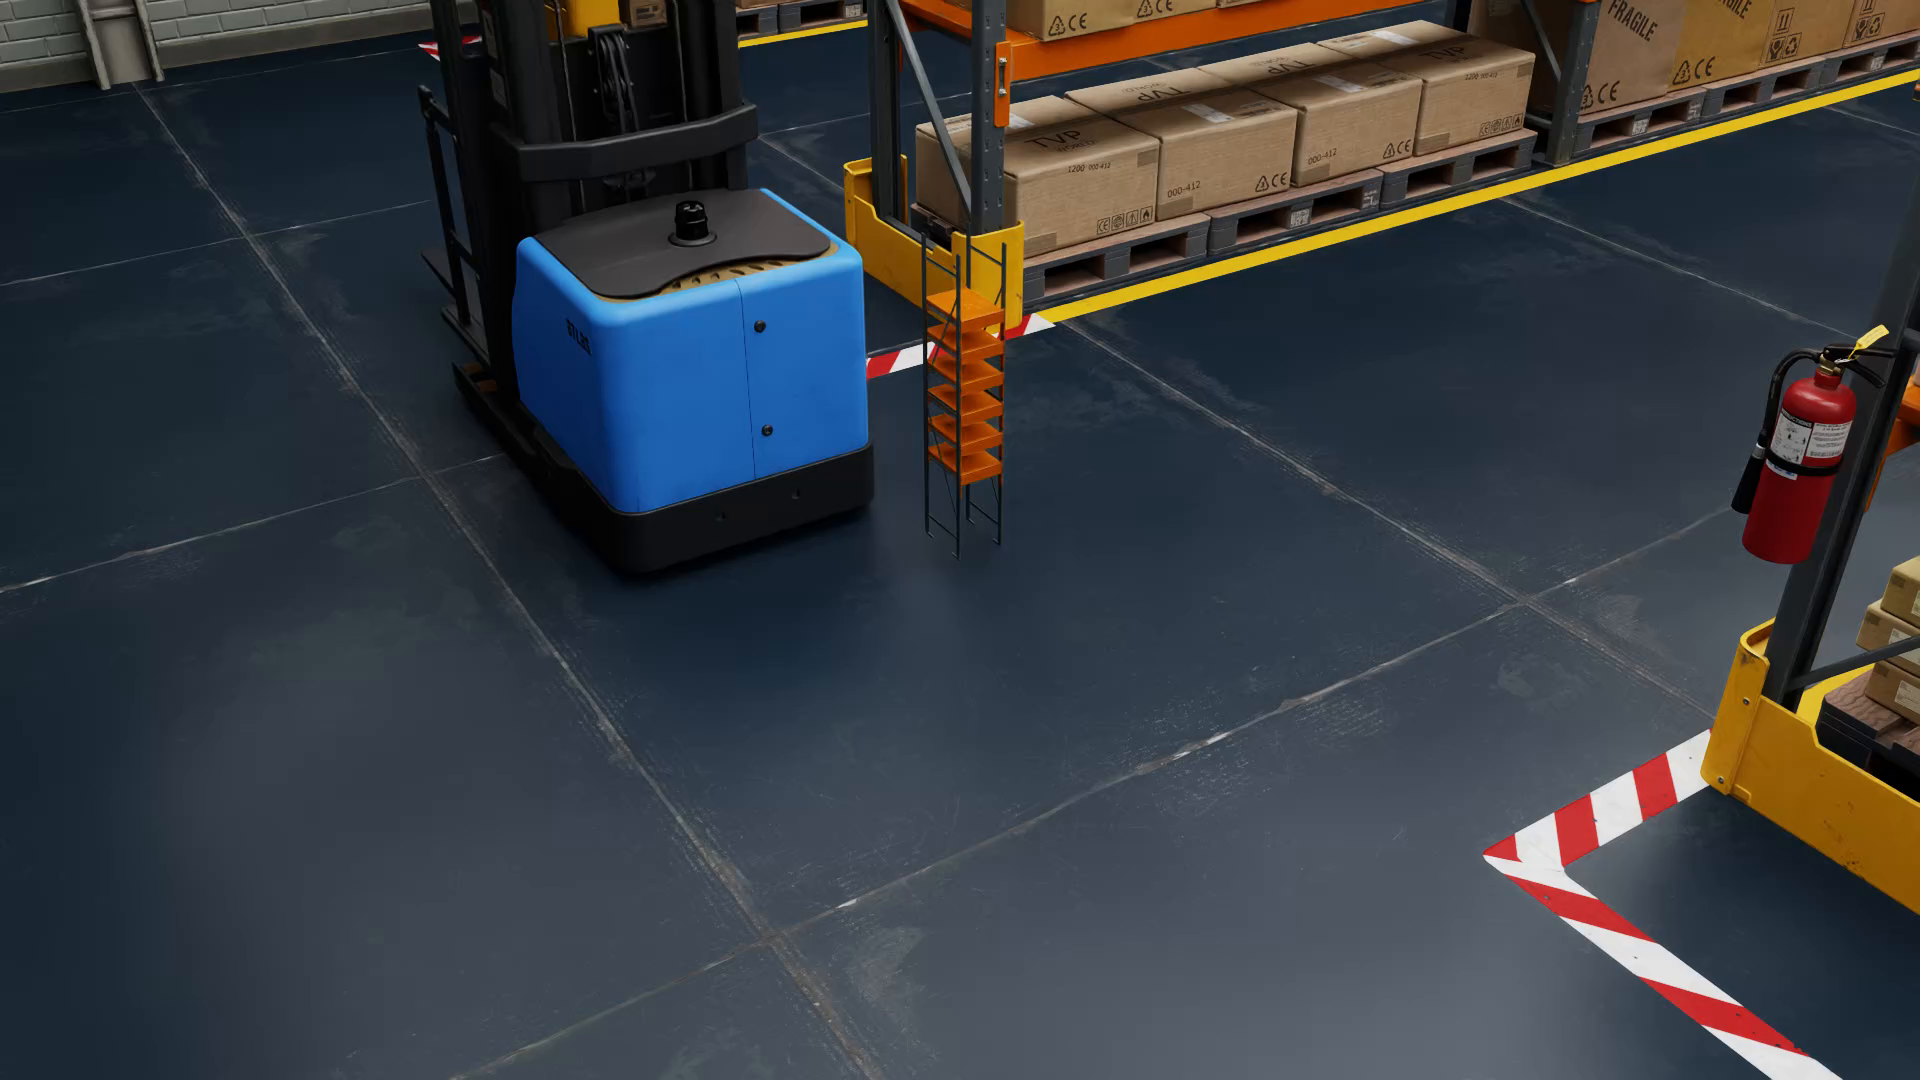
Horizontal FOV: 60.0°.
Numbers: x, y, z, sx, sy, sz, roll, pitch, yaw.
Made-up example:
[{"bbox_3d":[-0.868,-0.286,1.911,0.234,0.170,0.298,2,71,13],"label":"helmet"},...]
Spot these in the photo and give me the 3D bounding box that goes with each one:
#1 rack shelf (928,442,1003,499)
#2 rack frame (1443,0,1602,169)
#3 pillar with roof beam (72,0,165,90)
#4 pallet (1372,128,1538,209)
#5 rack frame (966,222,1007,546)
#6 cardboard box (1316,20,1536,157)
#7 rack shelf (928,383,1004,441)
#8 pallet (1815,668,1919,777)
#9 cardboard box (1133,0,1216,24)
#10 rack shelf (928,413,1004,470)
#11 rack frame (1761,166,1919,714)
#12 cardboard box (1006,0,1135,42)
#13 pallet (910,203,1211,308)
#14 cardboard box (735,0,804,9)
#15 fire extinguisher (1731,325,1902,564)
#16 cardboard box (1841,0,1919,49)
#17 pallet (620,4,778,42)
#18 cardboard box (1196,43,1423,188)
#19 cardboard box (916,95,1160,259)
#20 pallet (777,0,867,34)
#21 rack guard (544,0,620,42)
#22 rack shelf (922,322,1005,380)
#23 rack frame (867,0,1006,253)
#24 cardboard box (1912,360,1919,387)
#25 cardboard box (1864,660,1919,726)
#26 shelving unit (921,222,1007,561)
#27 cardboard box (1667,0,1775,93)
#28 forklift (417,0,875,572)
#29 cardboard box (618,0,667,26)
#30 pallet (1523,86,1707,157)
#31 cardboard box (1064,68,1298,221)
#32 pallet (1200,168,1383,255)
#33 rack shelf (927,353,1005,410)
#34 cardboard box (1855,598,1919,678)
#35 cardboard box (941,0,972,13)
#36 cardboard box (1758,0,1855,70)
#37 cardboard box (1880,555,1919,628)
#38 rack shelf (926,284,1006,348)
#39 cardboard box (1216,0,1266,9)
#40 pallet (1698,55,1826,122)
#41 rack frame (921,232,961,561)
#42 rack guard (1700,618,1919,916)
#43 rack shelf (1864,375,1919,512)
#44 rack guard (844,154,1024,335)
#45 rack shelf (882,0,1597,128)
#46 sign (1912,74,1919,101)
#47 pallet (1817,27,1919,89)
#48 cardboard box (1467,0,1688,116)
[{"bbox_3d":[0.012,-0.271,6.088,0.180,0.103,0.258,-19,37,-27],"label":"rack shelf"},{"bbox_3d":[3.240,-3.665,9.249,0.127,3.000,1.000,-19,37,-27],"label":"rack frame"},{"bbox_3d":[-3.236,-4.965,5.687,0.400,9.000,9.100,-19,37,-27],"label":"pillar with roof beam"},{"bbox_3d":[2.559,-2.301,9.700,1.213,0.211,1.003,-19,37,-27],"label":"pallet"},{"bbox_3d":[0.089,-0.538,5.978,0.006,1.200,0.240,-19,37,-27],"label":"rack frame"},{"bbox_3d":[2.654,-2.626,9.609,0.875,0.438,0.875,-20,37,-28],"label":"cardboard box"},{"bbox_3d":[0.012,-0.474,5.960,0.180,0.103,0.258,-19,37,-27],"label":"rack shelf"},{"bbox_3d":[3.411,0.620,5.069,1.213,0.211,1.003,-19,37,-27],"label":"pallet"},{"bbox_3d":[0.847,-2.720,7.657,0.500,0.500,0.500,-20,37,-28],"label":"cardboard box"},{"bbox_3d":[0.012,-0.373,6.024,0.180,0.103,0.258,-19,37,-27],"label":"rack shelf"},{"bbox_3d":[2.645,-0.318,3.943,0.127,3.000,1.000,-19,37,-27],"label":"rack frame"},{"bbox_3d":[0.437,-2.561,7.405,0.500,0.500,0.500,-19,37,-28],"label":"cardboard box"},{"bbox_3d":[0.508,-1.596,8.582,1.213,0.211,1.003,-19,37,-27],"label":"pallet"},{"bbox_3d":[-1.509,-4.218,12.075,0.500,0.500,0.700,-17,36,-25],"label":"cardboard box"},{"bbox_3d":[2.183,-0.262,4.276,0.183,0.674,0.296,-19,37,-27],"label":"fire extinguisher"},{"bbox_3d":[5.977,-3.938,11.279,0.875,0.875,0.875,-19,37,-28],"label":"cardboard box"},{"bbox_3d":[-2.081,-3.807,12.088,1.213,0.211,1.003,-19,37,-27],"label":"pallet"},{"bbox_3d":[1.902,-2.367,9.198,0.875,0.438,0.875,-20,37,-29],"label":"cardboard box"},{"bbox_3d":[0.379,-1.839,8.361,0.875,0.438,0.875,-20,38,-29],"label":"cardboard box"},{"bbox_3d":[-1.056,-4.158,12.643,1.213,0.211,1.003,-19,37,-27],"label":"pallet"},{"bbox_3d":[-2.750,-3.698,11.644,0.348,0.500,1.175,-19,37,-27],"label":"rack guard"},{"bbox_3d":[0.012,-0.677,5.832,0.180,0.103,0.258,-19,37,-27],"label":"rack shelf"},{"bbox_3d":[-0.122,-2.509,7.416,0.127,3.000,1.000,-19,37,-27],"label":"rack frame"},{"bbox_3d":[2.766,-0.433,4.361,0.250,0.149,0.380,-19,37,-27],"label":"cardboard box"},{"bbox_3d":[2.975,0.464,4.981,0.250,0.149,0.380,-18,37,-26],"label":"cardboard box"},{"bbox_3d":[0.012,-0.512,5.937,0.189,1.200,0.258,-19,37,-27],"label":"shelving unit"},{"bbox_3d":[4.473,-3.424,10.464,0.875,0.875,0.875,-18,36,-26],"label":"cardboard box"},{"bbox_3d":[-1.533,-1.875,6.475,1.130,2.935,3.031,-18,37,-27],"label":"forklift"},{"bbox_3d":[-2.249,-3.990,11.710,0.637,0.503,0.797,-21,38,-29],"label":"cardboard box"},{"bbox_3d":[3.848,-2.743,10.400,1.213,0.211,1.003,-19,37,-27],"label":"pallet"},{"bbox_3d":[1.143,-2.107,8.786,0.875,0.438,0.875,-18,36,-26],"label":"cardboard box"},{"bbox_3d":[1.532,-1.946,9.137,1.213,0.211,1.003,-19,37,-27],"label":"pallet"},{"bbox_3d":[0.012,-0.576,5.896,0.180,0.103,0.258,-19,37,-27],"label":"rack shelf"},{"bbox_3d":[2.934,0.303,4.957,0.250,0.149,0.380,-20,37,-29],"label":"cardboard box"},{"bbox_3d":[0.140,-2.809,7.798,0.500,0.500,0.500,-19,37,-27],"label":"cardboard box"},{"bbox_3d":[5.225,-3.682,10.873,0.875,0.875,0.875,-19,37,-27],"label":"cardboard box"},{"bbox_3d":[2.953,0.191,4.856,0.250,0.149,0.380,-19,37,-27],"label":"cardboard box"},{"bbox_3d":[0.012,-0.779,5.768,0.180,0.103,0.258,-19,37,-27],"label":"rack shelf"},{"bbox_3d":[1.285,-2.859,7.877,0.500,0.500,0.500,-19,37,-28],"label":"cardboard box"},{"bbox_3d":[4.874,-3.097,10.962,1.213,0.211,1.003,-19,37,-27],"label":"pallet"},{"bbox_3d":[-0.065,-0.485,5.895,0.006,1.200,0.240,-19,37,-27],"label":"rack frame"},{"bbox_3d":[2.709,0.717,4.645,0.348,0.500,1.175,-19,37,-27],"label":"rack guard"},{"bbox_3d":[4.326,-0.592,5.052,4.000,0.370,1.077,-19,37,-27],"label":"rack shelf"},{"bbox_3d":[-0.142,-1.445,8.072,0.348,0.500,1.175,-19,37,-27],"label":"rack guard"},{"bbox_3d":[1.559,-2.783,8.524,4.000,0.370,1.077,-19,37,-27],"label":"rack shelf"},{"bbox_3d":[2.361,-1.196,3.954,0.005,0.325,0.100,-19,37,-27],"label":"sign"},{"bbox_3d":[5.899,-3.448,11.518,1.213,0.211,1.003,-19,37,-27],"label":"pallet"},{"bbox_3d":[3.718,-3.159,10.045,0.875,0.875,0.875,-18,36,-26],"label":"cardboard box"}]
